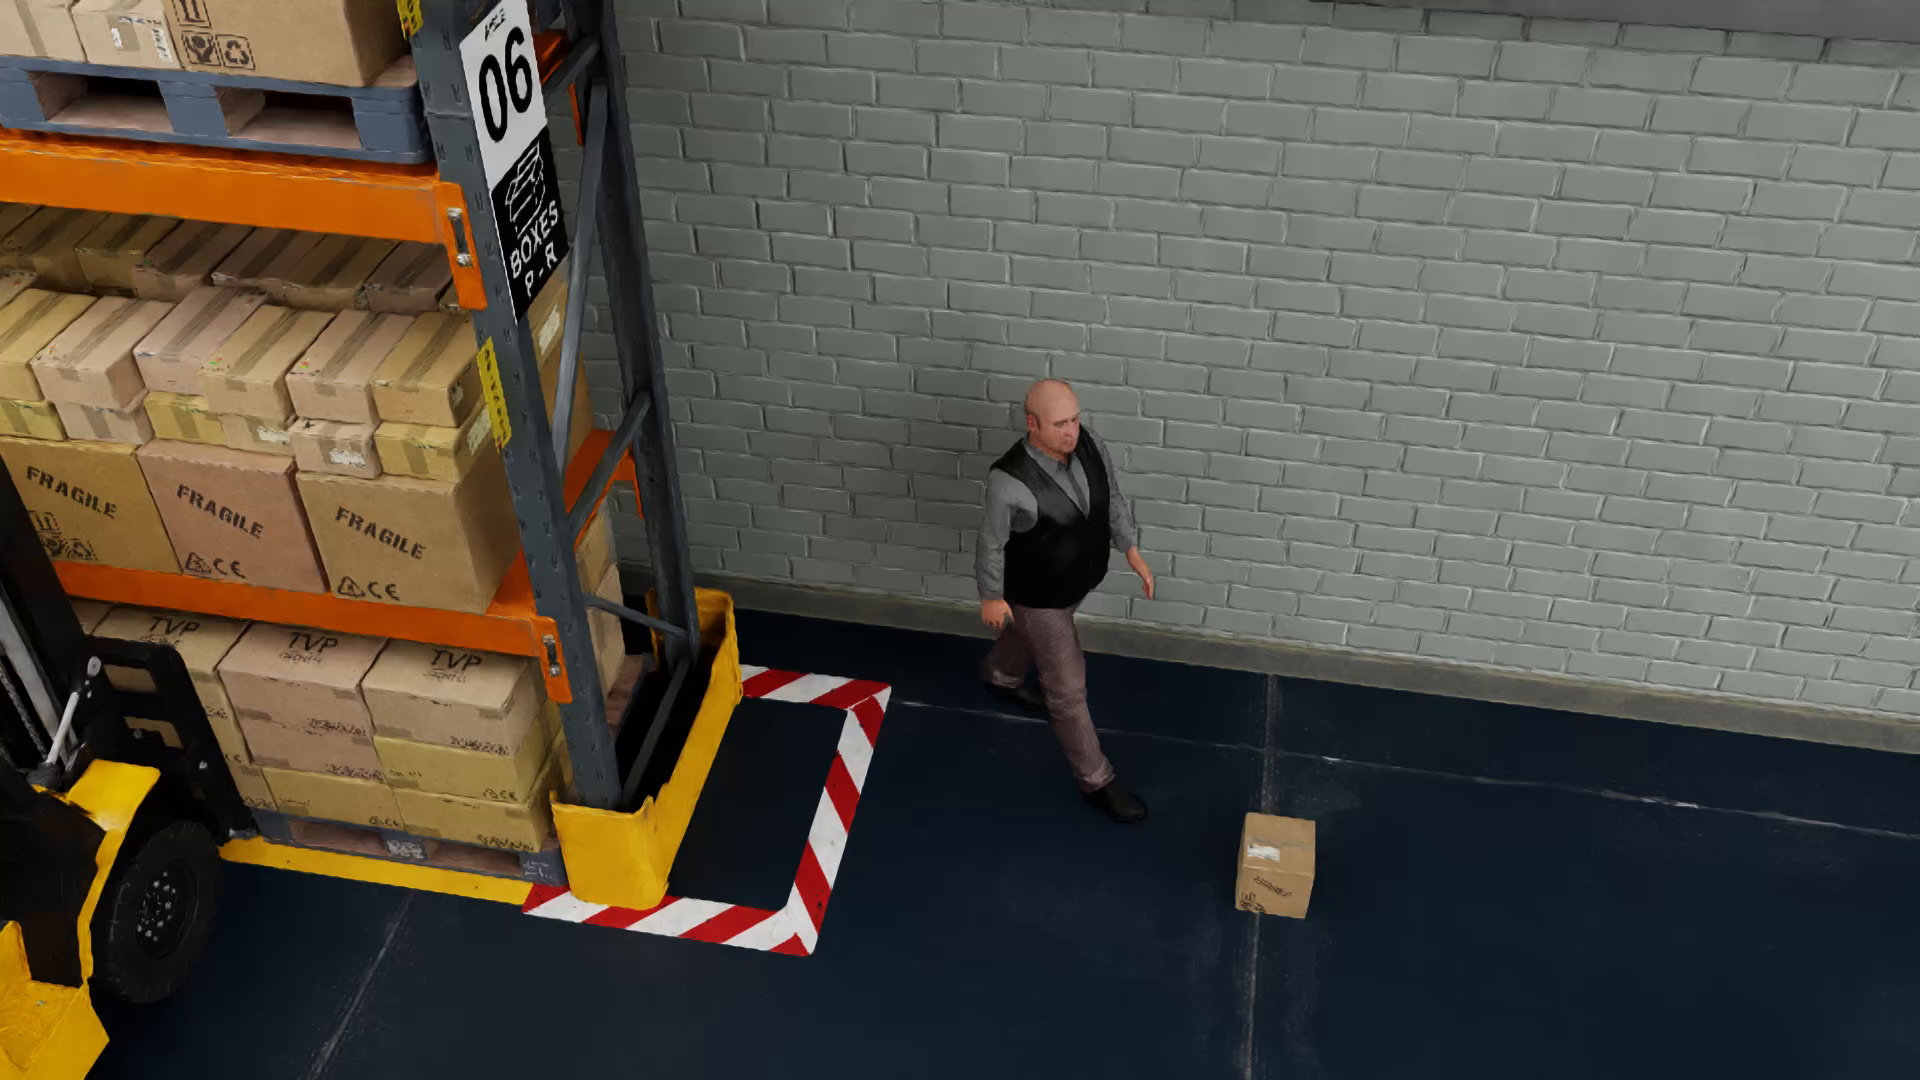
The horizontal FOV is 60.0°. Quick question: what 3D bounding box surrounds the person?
[{"bbox_3d":[0.415,0.172,5.958,0.952,1.678,0.575,28,48,29],"label":"person"}]
